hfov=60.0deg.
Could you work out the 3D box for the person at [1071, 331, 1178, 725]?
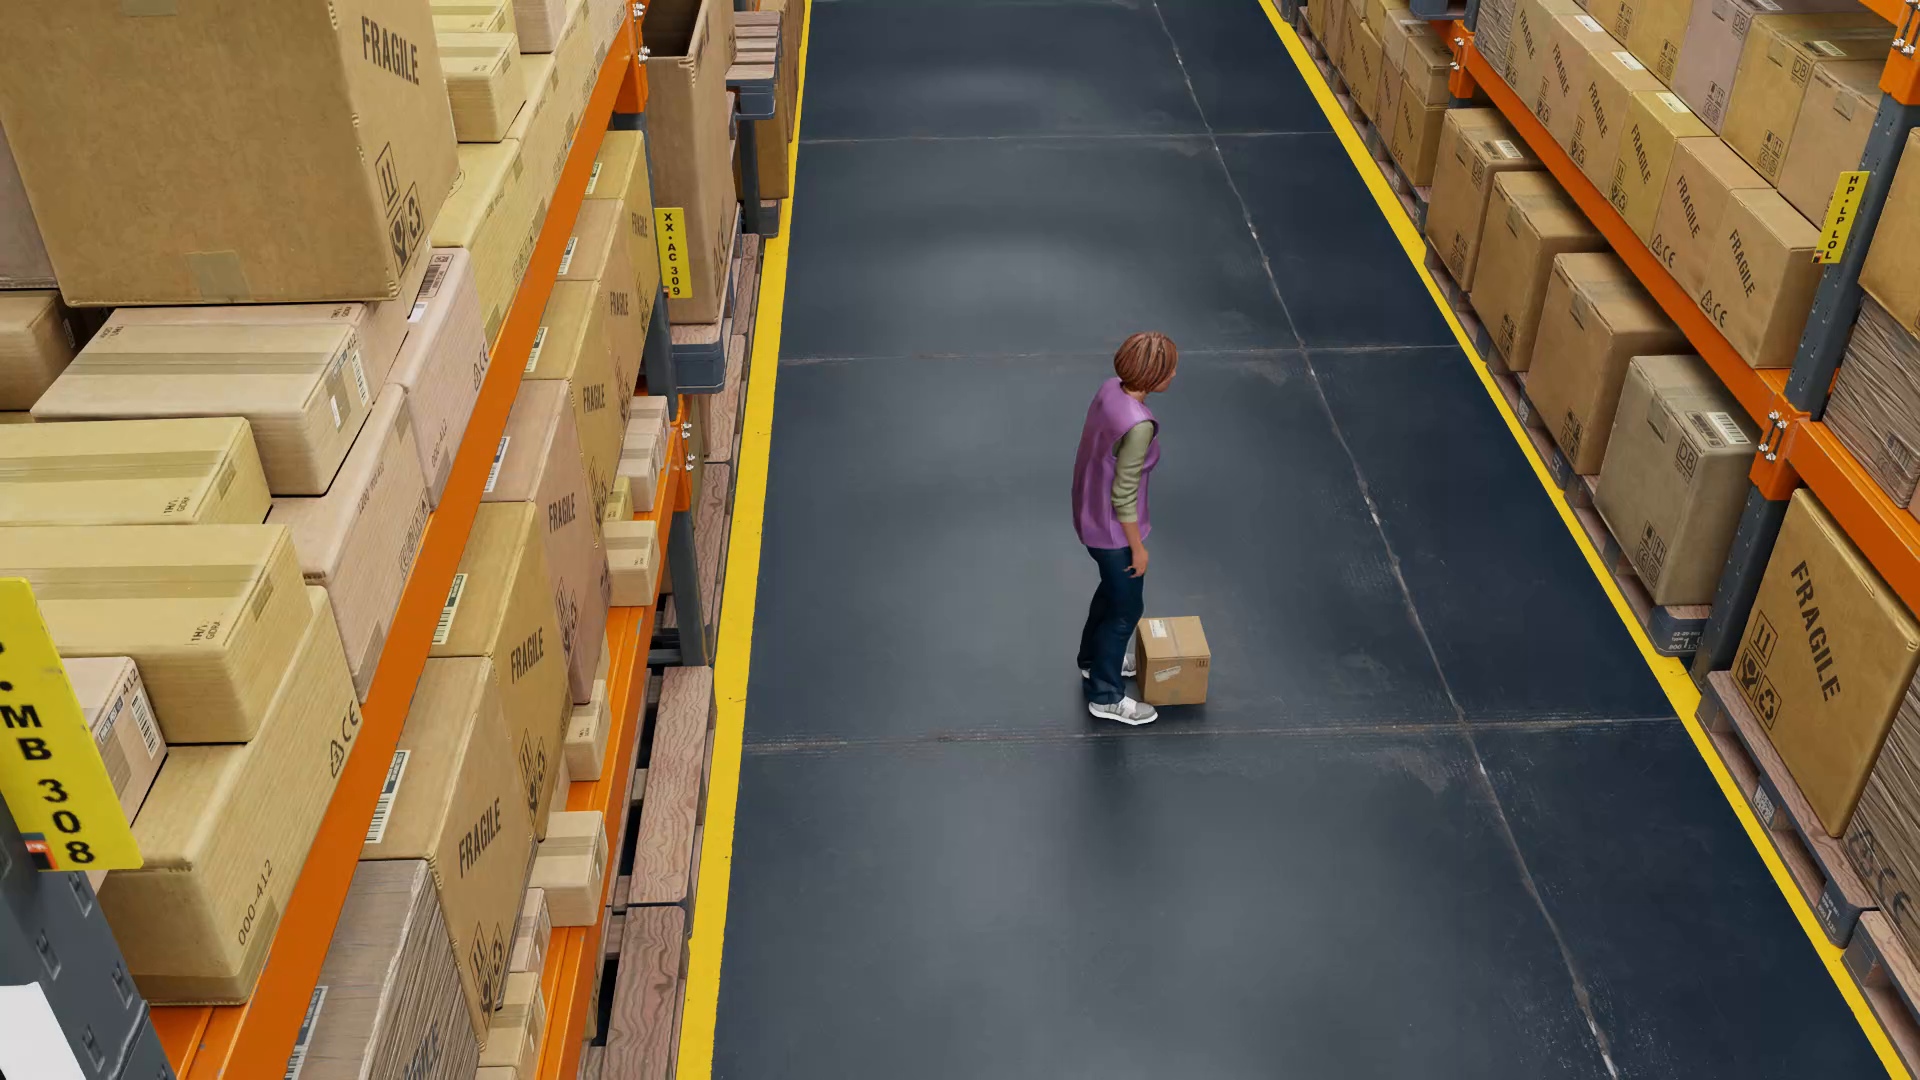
[{"bbox_3d":[0.598,-0.048,6.232,0.346,1.581,0.484,-4,36,-5],"label":"person"}]
